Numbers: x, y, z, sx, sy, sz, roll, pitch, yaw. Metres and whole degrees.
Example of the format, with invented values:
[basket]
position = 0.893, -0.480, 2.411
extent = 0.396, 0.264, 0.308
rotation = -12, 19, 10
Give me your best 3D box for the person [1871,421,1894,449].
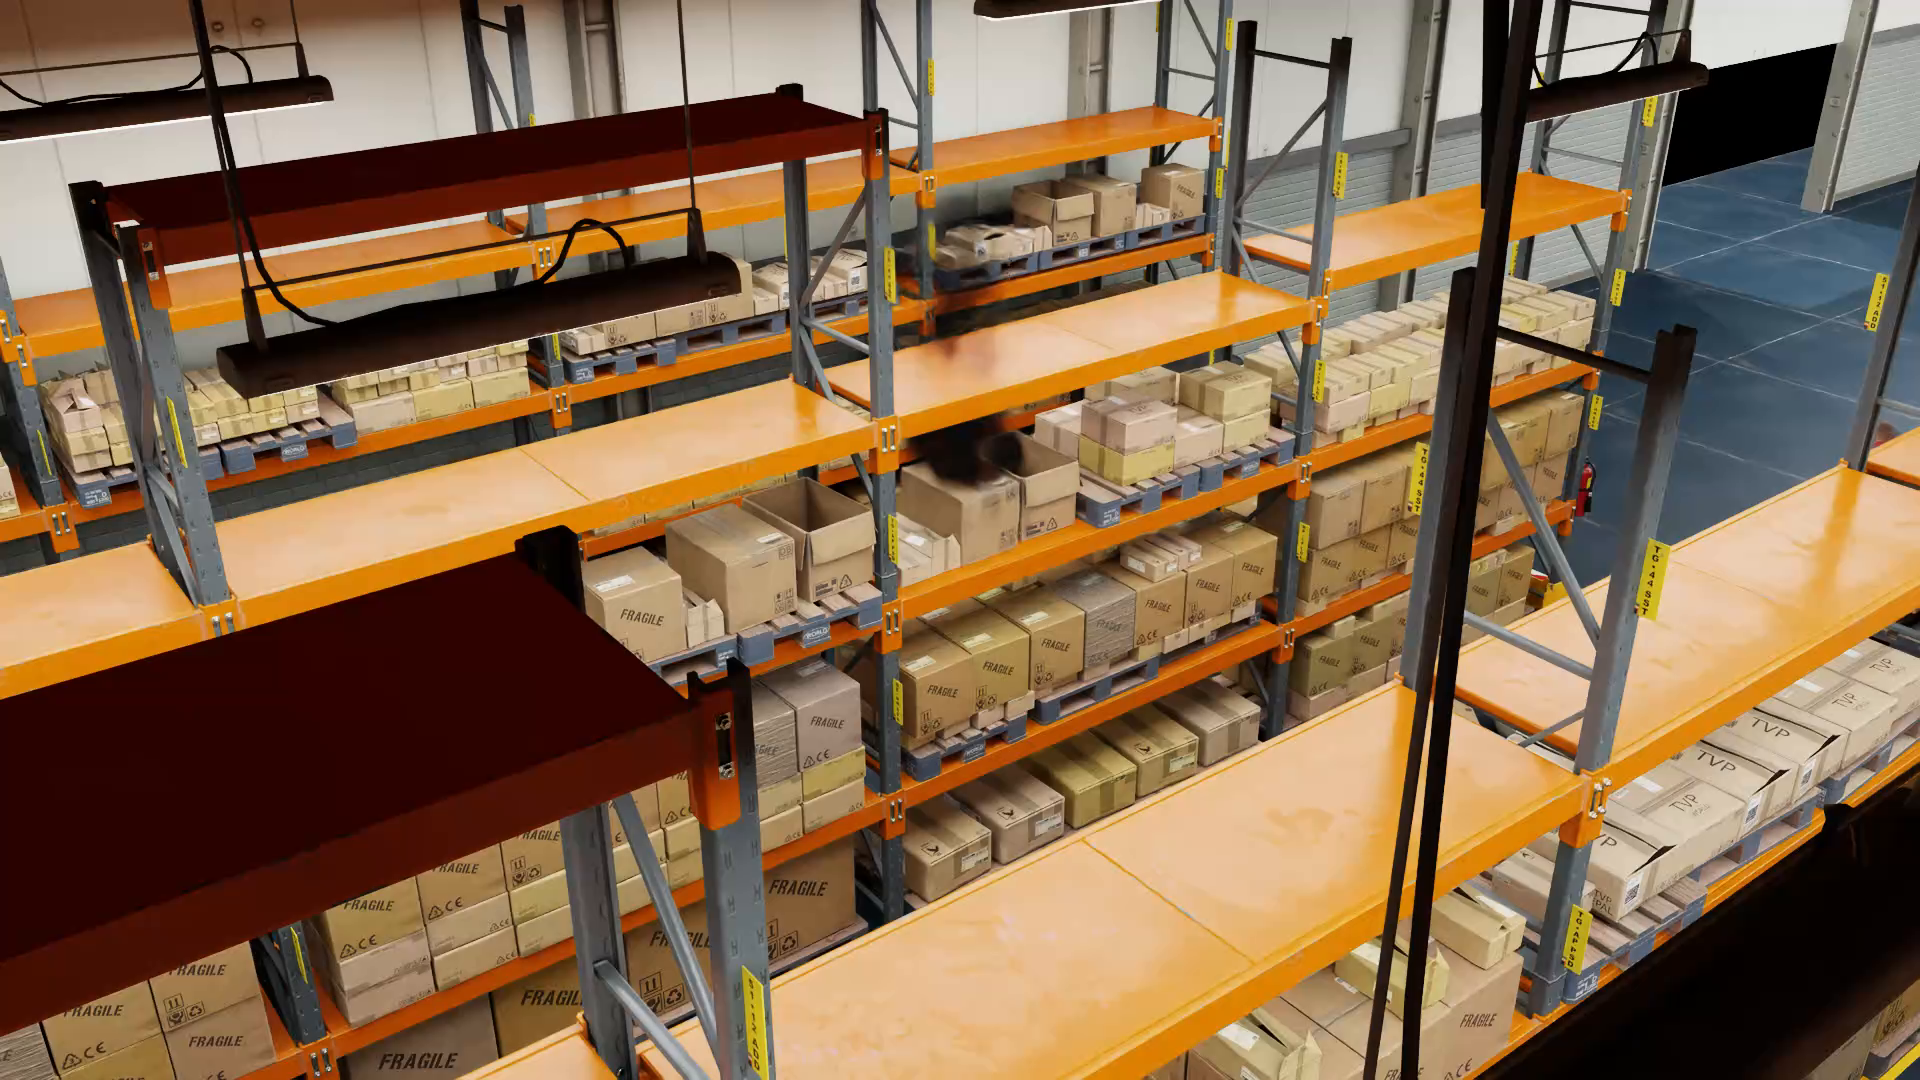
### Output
[person]
position = 9.290, -0.323, 16.912
extent = 0.675, 1.731, 0.907
rotation = 4, 26, 9
